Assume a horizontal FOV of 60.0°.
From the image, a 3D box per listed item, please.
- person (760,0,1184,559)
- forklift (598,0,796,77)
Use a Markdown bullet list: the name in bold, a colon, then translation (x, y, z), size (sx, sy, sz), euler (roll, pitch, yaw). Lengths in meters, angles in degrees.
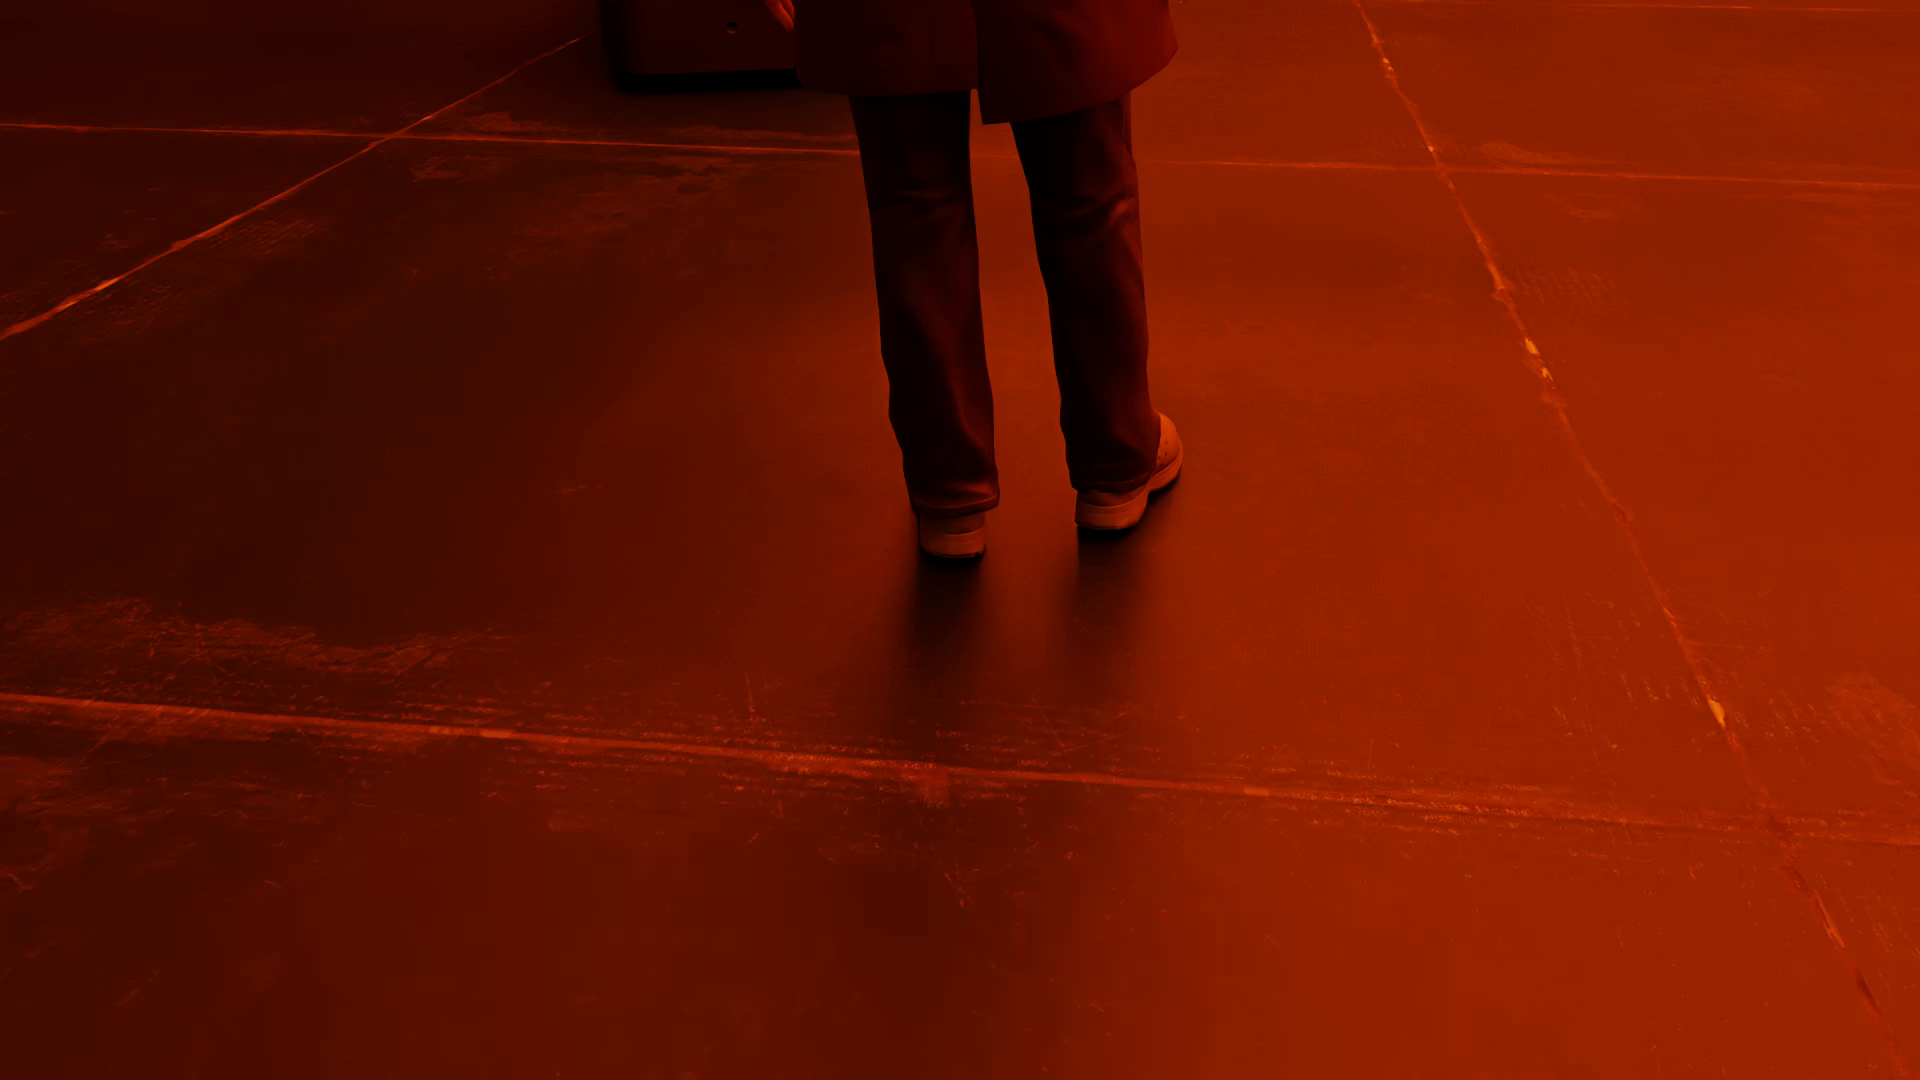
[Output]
- **person**: translation (0.017, -0.842, 2.180), size (0.696, 1.776, 0.582), euler (3, 27, 7)
- **forklift**: translation (-0.880, -3.437, 6.107), size (1.130, 2.935, 3.031), euler (-5, 27, -10)
